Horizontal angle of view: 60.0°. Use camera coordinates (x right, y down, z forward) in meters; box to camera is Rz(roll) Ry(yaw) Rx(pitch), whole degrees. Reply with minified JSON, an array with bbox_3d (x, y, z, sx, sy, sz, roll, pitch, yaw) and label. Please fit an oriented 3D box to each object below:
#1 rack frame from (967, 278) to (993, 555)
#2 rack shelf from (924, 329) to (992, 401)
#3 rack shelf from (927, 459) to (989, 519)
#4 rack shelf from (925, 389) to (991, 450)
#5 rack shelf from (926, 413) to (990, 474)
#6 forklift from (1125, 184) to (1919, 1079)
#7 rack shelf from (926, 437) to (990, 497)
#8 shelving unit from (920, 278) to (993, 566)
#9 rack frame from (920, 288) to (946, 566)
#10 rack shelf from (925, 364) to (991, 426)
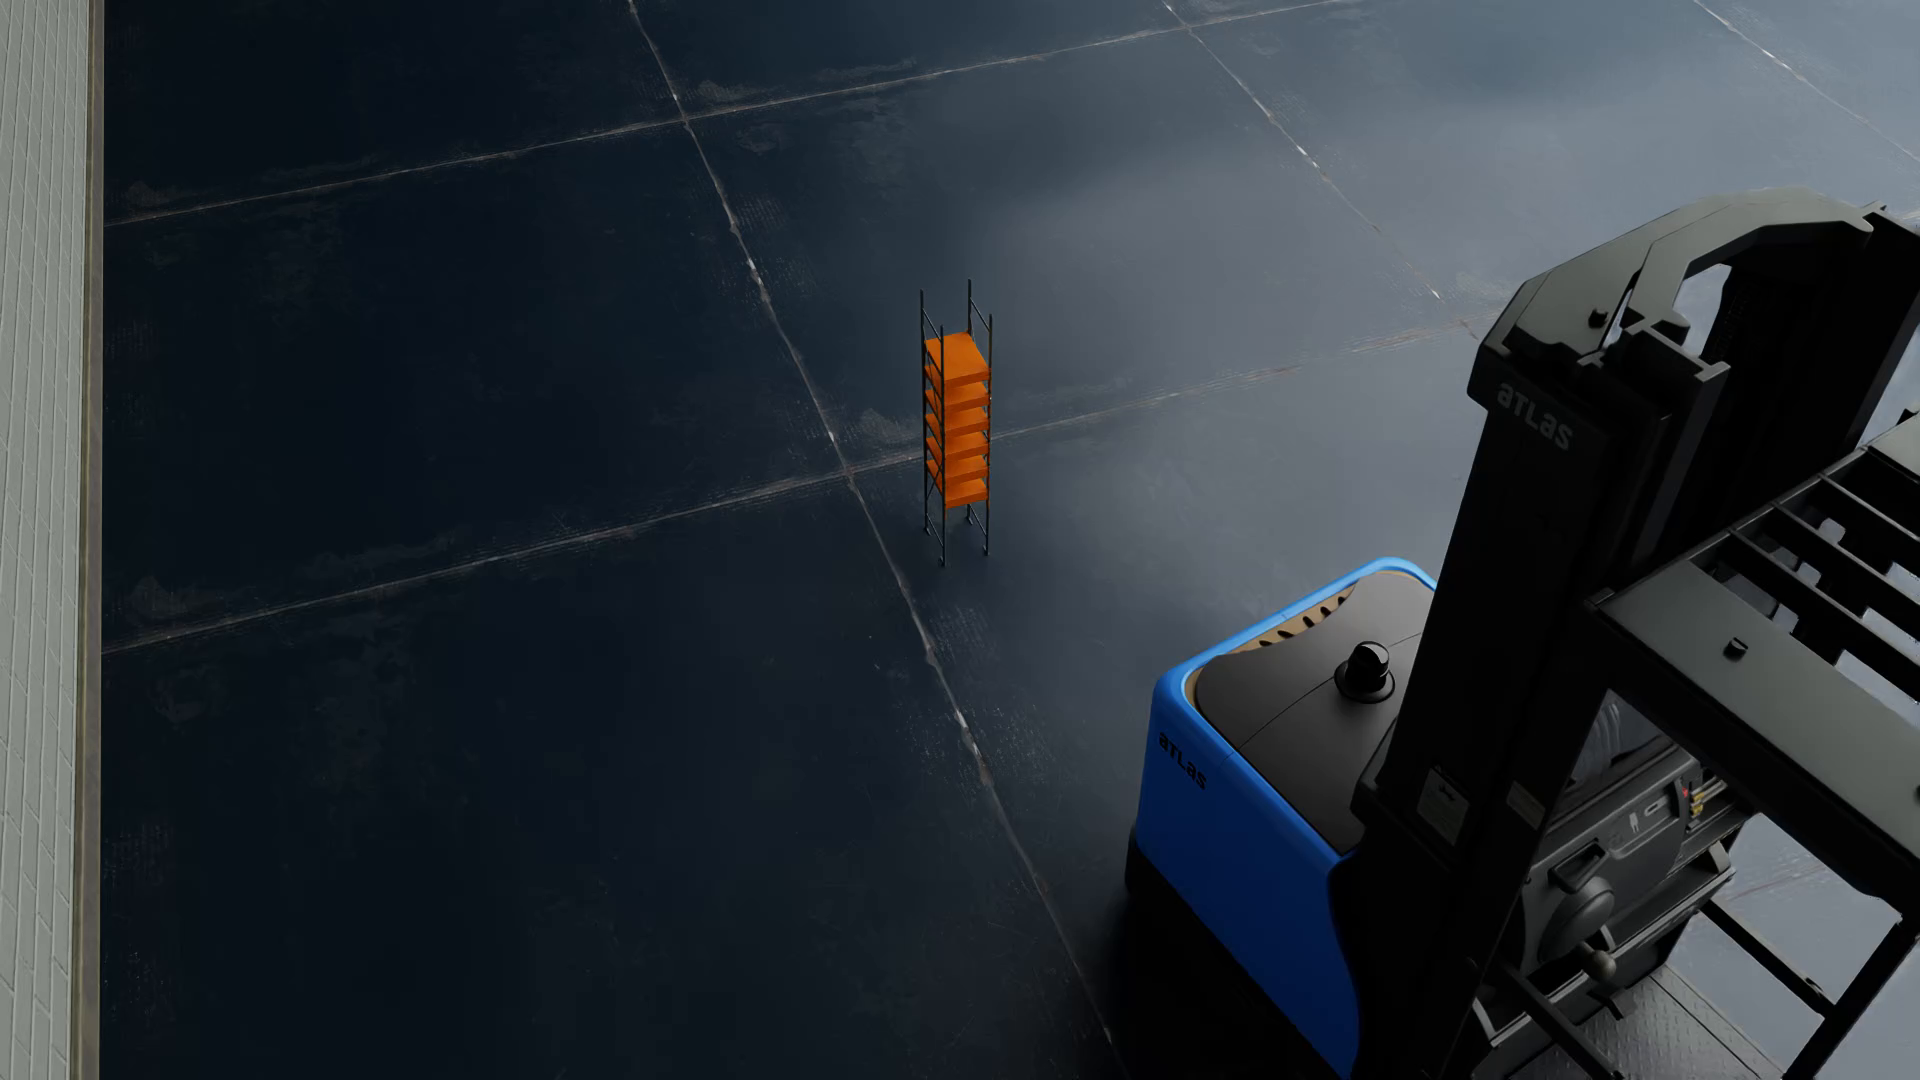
[{"bbox_3d":[0.072,-0.442,6.343,0.006,1.200,0.240,-14,47,-14],"label":"rack frame"},{"bbox_3d":[-0.014,-0.643,6.098,0.180,0.103,0.258,-14,47,-14],"label":"rack shelf"},{"bbox_3d":[-0.014,-0.219,6.523,0.180,0.103,0.258,-14,47,-14],"label":"rack shelf"},{"bbox_3d":[-0.014,-0.473,6.268,0.180,0.103,0.258,-14,47,-14],"label":"rack shelf"},{"bbox_3d":[-0.014,-0.389,6.353,0.180,0.103,0.258,-14,47,-14],"label":"rack shelf"},{"bbox_3d":[1.783,0.809,3.874,1.130,2.935,3.031,-25,50,-23],"label":"forklift"},{"bbox_3d":[-0.014,-0.304,6.438,0.180,0.103,0.258,-14,47,-14],"label":"rack shelf"},{"bbox_3d":[-0.014,-0.420,6.322,0.189,1.200,0.258,-14,47,-14],"label":"shelving unit"},{"bbox_3d":[-0.100,-0.398,6.300,0.006,1.200,0.240,-14,47,-14],"label":"rack frame"},{"bbox_3d":[-0.014,-0.558,6.183,0.180,0.103,0.258,-14,47,-14],"label":"rack shelf"}]
